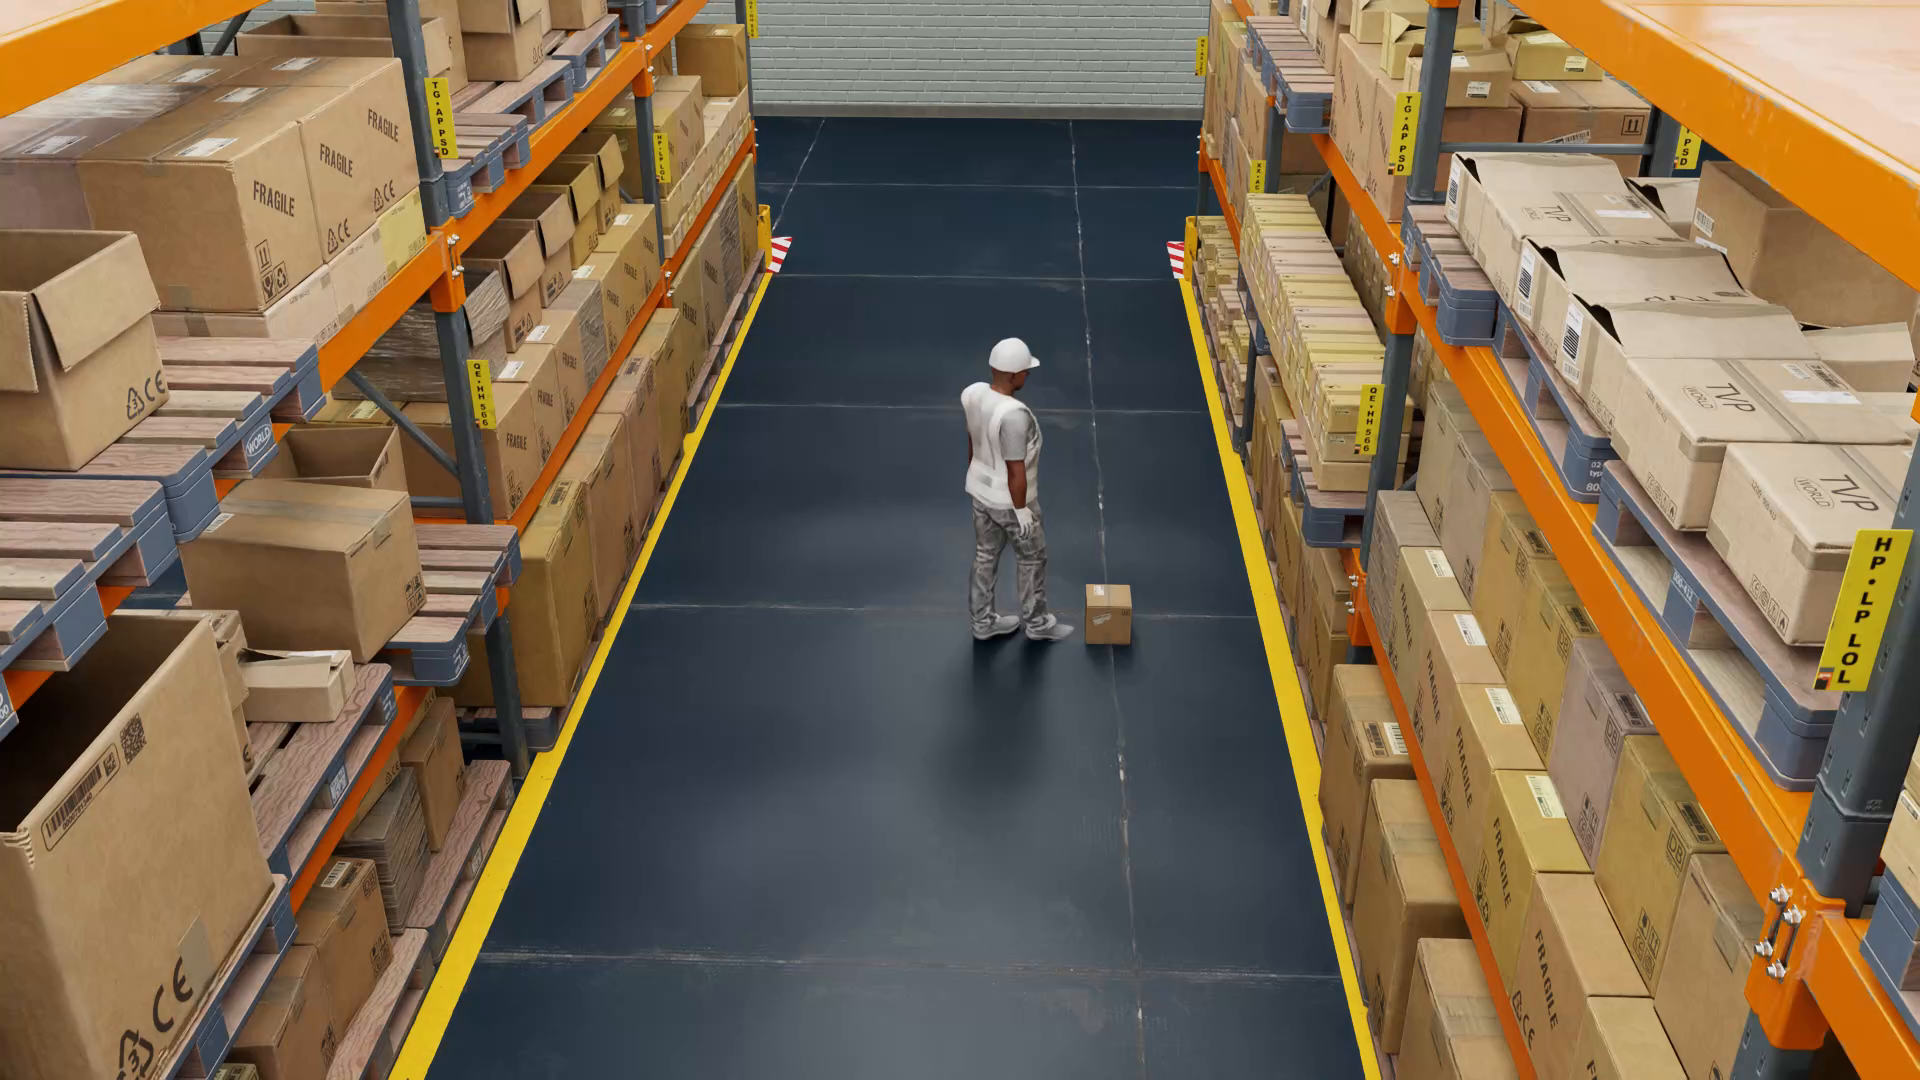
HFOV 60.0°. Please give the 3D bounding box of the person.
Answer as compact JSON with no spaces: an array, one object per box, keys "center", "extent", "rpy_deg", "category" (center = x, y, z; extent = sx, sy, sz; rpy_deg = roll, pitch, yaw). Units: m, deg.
[{"center":[0.321,-0.268,9.114],"extent":[0.566,1.808,0.584],"rpy_deg":[-17,32,-29],"category":"person"}]
